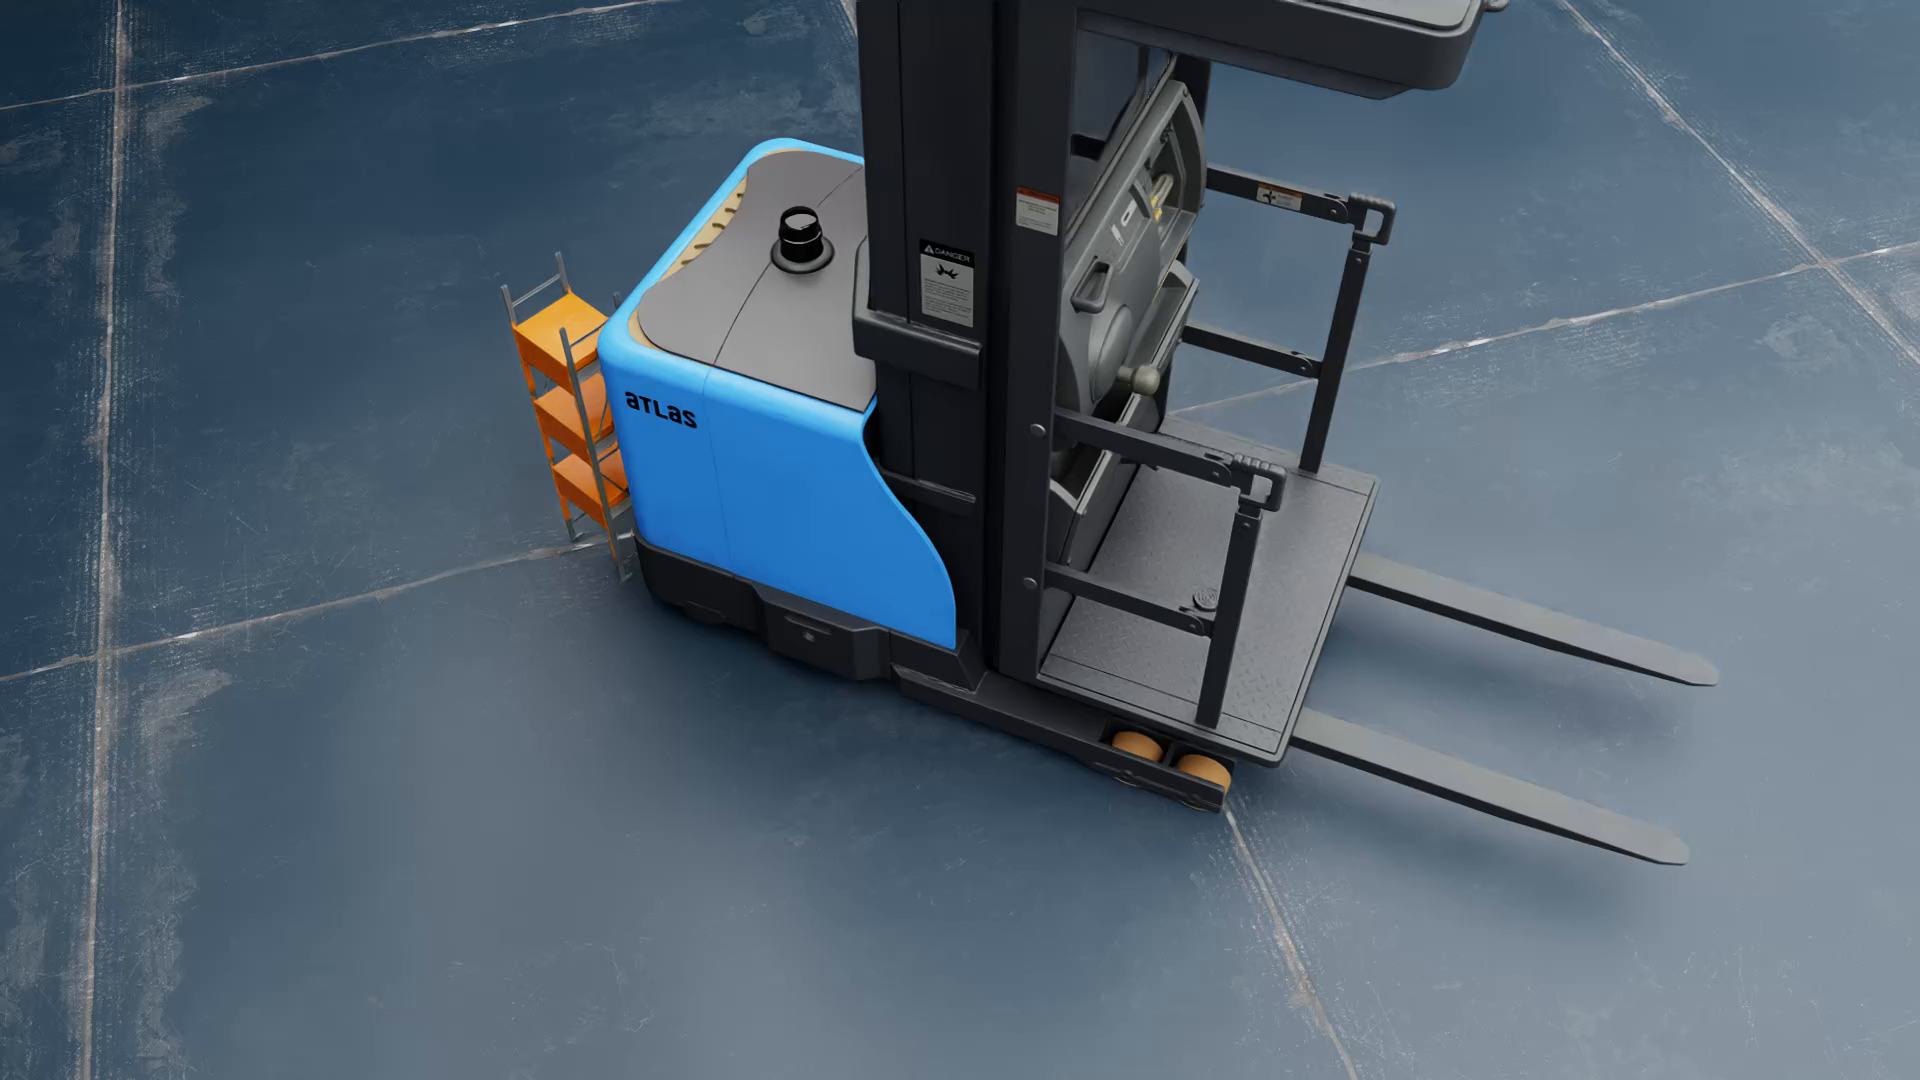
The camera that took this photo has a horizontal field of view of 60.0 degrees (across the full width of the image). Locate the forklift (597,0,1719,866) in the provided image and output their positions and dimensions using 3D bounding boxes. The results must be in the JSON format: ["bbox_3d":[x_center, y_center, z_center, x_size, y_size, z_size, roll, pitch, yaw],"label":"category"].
[{"bbox_3d":[0.603,-0.662,3.891,3.031,2.935,1.130,18,52,15],"label":"forklift"}]

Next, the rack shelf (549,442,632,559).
[{"bbox_3d":[-1.069,-0.143,5.061,0.240,0.259,0.215,35,58,26],"label":"rack shelf"}]

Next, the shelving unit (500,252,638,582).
[{"bbox_3d":[-1.069,-0.329,4.841,0.252,1.050,0.215,35,58,26],"label":"shelving unit"}]

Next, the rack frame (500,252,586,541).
[{"bbox_3d":[-1.159,-0.392,4.893,0.008,1.050,0.200,35,58,26],"label":"rack frame"}]

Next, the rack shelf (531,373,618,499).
[{"bbox_3d":[-1.069,-0.322,4.849,0.240,0.259,0.215,35,58,26],"label":"rack shelf"}]

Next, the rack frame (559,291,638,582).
[{"bbox_3d":[-0.978,-0.266,4.788,0.008,1.050,0.200,35,58,26],"label":"rack frame"}]

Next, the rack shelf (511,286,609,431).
[{"bbox_3d":[-1.069,-0.505,4.632,0.240,0.259,0.215,35,58,26],"label":"rack shelf"}]
